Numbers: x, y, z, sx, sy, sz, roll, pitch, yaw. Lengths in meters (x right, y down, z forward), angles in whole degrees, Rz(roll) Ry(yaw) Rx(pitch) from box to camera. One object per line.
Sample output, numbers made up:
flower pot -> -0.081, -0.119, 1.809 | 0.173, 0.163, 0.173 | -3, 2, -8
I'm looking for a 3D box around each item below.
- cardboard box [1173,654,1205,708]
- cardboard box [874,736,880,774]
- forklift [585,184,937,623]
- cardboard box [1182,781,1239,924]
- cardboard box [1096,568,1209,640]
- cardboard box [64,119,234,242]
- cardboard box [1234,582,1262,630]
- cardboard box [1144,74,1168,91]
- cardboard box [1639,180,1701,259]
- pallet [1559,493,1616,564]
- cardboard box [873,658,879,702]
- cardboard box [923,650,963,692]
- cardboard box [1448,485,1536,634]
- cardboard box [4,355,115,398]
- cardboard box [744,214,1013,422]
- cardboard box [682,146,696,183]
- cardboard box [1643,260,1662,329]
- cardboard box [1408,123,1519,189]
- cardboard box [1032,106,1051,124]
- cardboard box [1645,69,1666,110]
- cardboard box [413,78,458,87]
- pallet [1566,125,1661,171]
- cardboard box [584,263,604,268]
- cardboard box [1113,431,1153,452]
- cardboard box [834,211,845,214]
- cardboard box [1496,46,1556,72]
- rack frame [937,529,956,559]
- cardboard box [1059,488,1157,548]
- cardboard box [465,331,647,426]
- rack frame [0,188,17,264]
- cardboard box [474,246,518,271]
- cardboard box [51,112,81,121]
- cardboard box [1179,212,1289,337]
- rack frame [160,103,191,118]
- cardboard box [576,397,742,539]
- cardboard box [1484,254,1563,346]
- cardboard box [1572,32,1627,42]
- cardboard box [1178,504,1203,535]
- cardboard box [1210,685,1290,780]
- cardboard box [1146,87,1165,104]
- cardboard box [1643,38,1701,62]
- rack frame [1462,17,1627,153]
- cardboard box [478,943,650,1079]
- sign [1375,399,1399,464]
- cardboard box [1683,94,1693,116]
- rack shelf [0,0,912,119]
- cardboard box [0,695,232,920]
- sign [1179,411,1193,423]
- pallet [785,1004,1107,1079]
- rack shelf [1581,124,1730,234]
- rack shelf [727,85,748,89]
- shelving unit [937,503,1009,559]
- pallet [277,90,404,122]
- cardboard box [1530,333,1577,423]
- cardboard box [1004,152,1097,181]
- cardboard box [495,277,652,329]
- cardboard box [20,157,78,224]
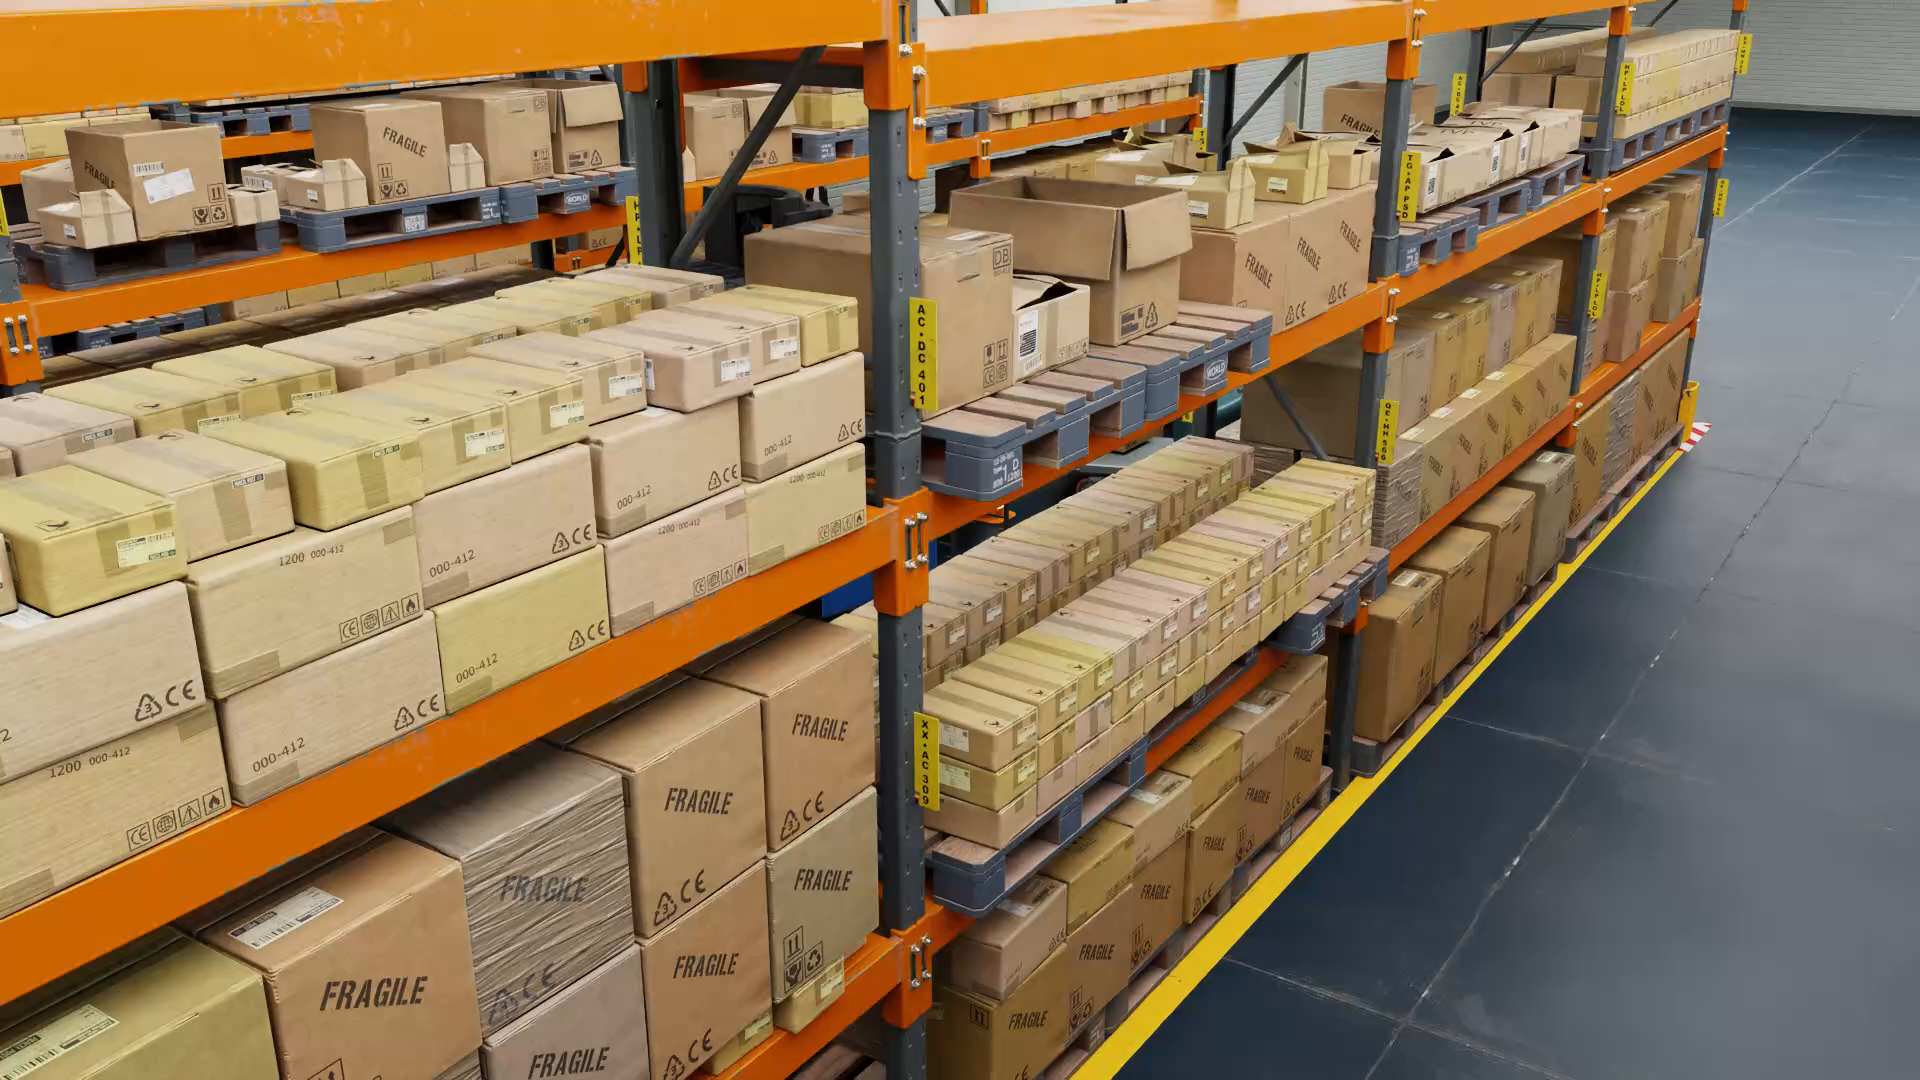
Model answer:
cardboard box -> 0.770, 0.529, 6.767 | 0.380, 0.149, 0.250 | 13, 24, 31
cardboard box -> -0.502, 0.776, 6.101 | 0.380, 0.149, 0.250 | 13, 24, 31
forklift -> -1.545, -0.611, 10.193 | 3.031, 2.935, 1.130 | -19, 27, -41
cardboard box -> 0.954, 1.378, 7.714 | 0.500, 0.500, 0.500 | 12, 23, 29
cardboard box -> 0.766, 0.255, 6.652 | 0.380, 0.149, 0.250 | 14, 25, 34
cardboard box -> -3.977, -1.776, 8.170 | 0.500, 0.500, 0.500 | 13, 24, 31
cardboard box -> 1.062, 0.242, 7.115 | 0.380, 0.149, 0.250 | 14, 24, 33
cardboard box -> 1.673, -4.507, 16.090 | 0.500, 0.250, 0.500 | 13, 24, 31
cardboard box -> 5.710, -2.738, 14.070 | 0.875, 0.550, 0.550 | 13, 24, 32
pallet -> 4.427, -0.183, 12.956 | 1.003, 0.211, 1.213 | 13, 24, 32
cardboard box -> -0.498, 0.496, 6.000 | 0.380, 0.149, 0.250 | 15, 25, 34
cardboard box -> -0.213, 0.490, 6.446 | 0.380, 0.149, 0.250 | 15, 25, 34
cardboard box -> 3.115, 0.042, 10.966 | 1.050, 0.750, 0.750 | 13, 24, 32
cardboard box -> -4.669, -0.622, 8.538 | 0.500, 0.500, 0.500 | 14, 25, 34
cardboard box -> -0.258, -0.731, 5.343 | 0.700, 0.500, 0.500 | 13, 24, 32
cardboard box -> -2.003, -2.551, 11.208 | 0.396, 0.266, 0.258 | 13, 24, 32
cardboard box -> 5.303, -2.093, 13.882 | 0.875, 0.550, 0.550 | 13, 24, 32
cardboard box -> 2.846, -2.205, 9.458 | 0.500, 0.311, 0.500 | 13, 24, 31
cardboard box -> 0.578, -3.776, 14.688 | 0.380, 0.149, 0.250 | 14, 25, 33
cardboard box -> 4.724, -3.239, 11.911 | 0.500, 0.250, 0.500 | 13, 24, 31
cardboard box -> -4.960, -4.325, 15.188 | 0.500, 0.311, 0.500 | 12, 24, 30
pallet -> 4.404, -2.886, 12.048 | 1.003, 0.211, 1.213 | 13, 24, 32
cardboard box -> -3.934, -2.895, 18.184 | 0.500, 0.250, 0.500 | 13, 24, 31
cardboard box -> 1.274, -1.069, 13.842 | 0.500, 0.500, 0.500 | 13, 24, 32
cardboard box -> -0.716, -2.529, 14.101 | 0.500, 0.500, 0.500 | 14, 24, 33
cardboard box -> 4.020, -3.435, 11.866 | 0.380, 0.149, 0.250 | 13, 24, 32
rack frame -> -0.202, -0.600, 12.226 | 0.400, 1.500, 0.023 | 13, 24, 32
cardboard box -> 0.676, -0.103, 7.618 | 0.380, 0.149, 0.250 | 15, 25, 34
cardboard box -> -1.000, -0.399, 4.117 | 0.380, 0.149, 0.250 | 14, 25, 34
rack frame -> -4.713, -2.743, 7.209 | 1.000, 3.000, 0.127 | 13, 24, 32
cardboard box -> -4.668, -2.780, 16.173 | 0.500, 0.250, 0.500 | 13, 24, 32
cardboard box -> -6.902, -3.278, 12.620 | 0.380, 0.149, 0.250 | 14, 24, 33
cardboard box -> 1.021, -1.092, 6.926 | 0.500, 0.500, 0.500 | 13, 24, 32
rack frame -> -6.571, -4.857, 12.925 | 1.000, 3.000, 0.127 | 13, 24, 32
cardboard box -> -0.913, -0.235, 4.247 | 0.500, 0.250, 0.500 | 12, 24, 30
cardboard box -> 3.661, -1.660, 11.344 | 0.700, 0.500, 0.500 | 13, 24, 31
cardboard box -> 5.161, -4.017, 13.442 | 0.380, 0.149, 0.250 | 13, 24, 31
cardboard box -> 0.951, -0.104, 8.051 | 0.380, 0.149, 0.250 | 12, 24, 30
cardboard box -> 1.244, 0.878, 7.985 | 0.500, 0.250, 0.500 | 14, 24, 33
cardboard box -> 1.774, -4.357, 16.258 | 0.380, 0.149, 0.250 | 14, 25, 33
cardboard box -> 5.418, -3.742, 12.697 | 0.380, 0.149, 0.250 | 13, 24, 32
rack frame -> 3.935, -4.102, 10.883 | 1.000, 3.000, 0.127 | 13, 24, 32
cardboard box -> -1.174, 1.306, 4.338 | 0.500, 0.500, 0.500 | 13, 24, 32
sign -> 2.141, -0.543, 8.355 | 0.100, 0.325, 0.005 | 13, 24, 32
cardboard box -> 5.419, -3.370, 12.840 | 0.380, 0.149, 0.250 | 14, 24, 32
rack shelf -> -1.686, -0.894, 3.251 | 1.077, 0.370, 4.000 | 13, 24, 32
cardboard box -> -1.768, 0.439, 3.147 | 0.500, 0.250, 0.500 | 12, 24, 30
sign -> 1.226, -0.791, 8.910 | 0.100, 0.325, 0.005 | 13, 24, 32
pallet -> -0.125, 2.091, 6.806 | 1.003, 0.211, 1.213 | 13, 24, 32
rack shelf -> 5.060, -2.931, 13.079 | 1.077, 0.370, 4.000 | 13, 24, 32
rack shelf -> -3.198, -4.835, 18.225 | 1.077, 0.370, 4.000 | 13, 24, 32
shelving unit -> 0.004, -0.705, 12.510 | 0.431, 1.500, 0.755 | 13, 24, 32
pallet -> -5.637, -3.896, 14.921 | 1.003, 0.211, 1.213 | 15, 25, 34
cardboard box -> 3.863, -1.133, 11.360 | 0.500, 0.500, 0.500 | 13, 24, 32
cardboard box -> 0.821, -3.245, 15.199 | 0.700, 0.500, 0.500 | 13, 24, 31
cardboard box -> -1.106, -0.643, 4.776 | 0.380, 0.149, 0.250 | 12, 24, 30
cardboard box -> -4.391, -1.785, 8.466 | 0.500, 0.311, 0.500 | 13, 24, 32
